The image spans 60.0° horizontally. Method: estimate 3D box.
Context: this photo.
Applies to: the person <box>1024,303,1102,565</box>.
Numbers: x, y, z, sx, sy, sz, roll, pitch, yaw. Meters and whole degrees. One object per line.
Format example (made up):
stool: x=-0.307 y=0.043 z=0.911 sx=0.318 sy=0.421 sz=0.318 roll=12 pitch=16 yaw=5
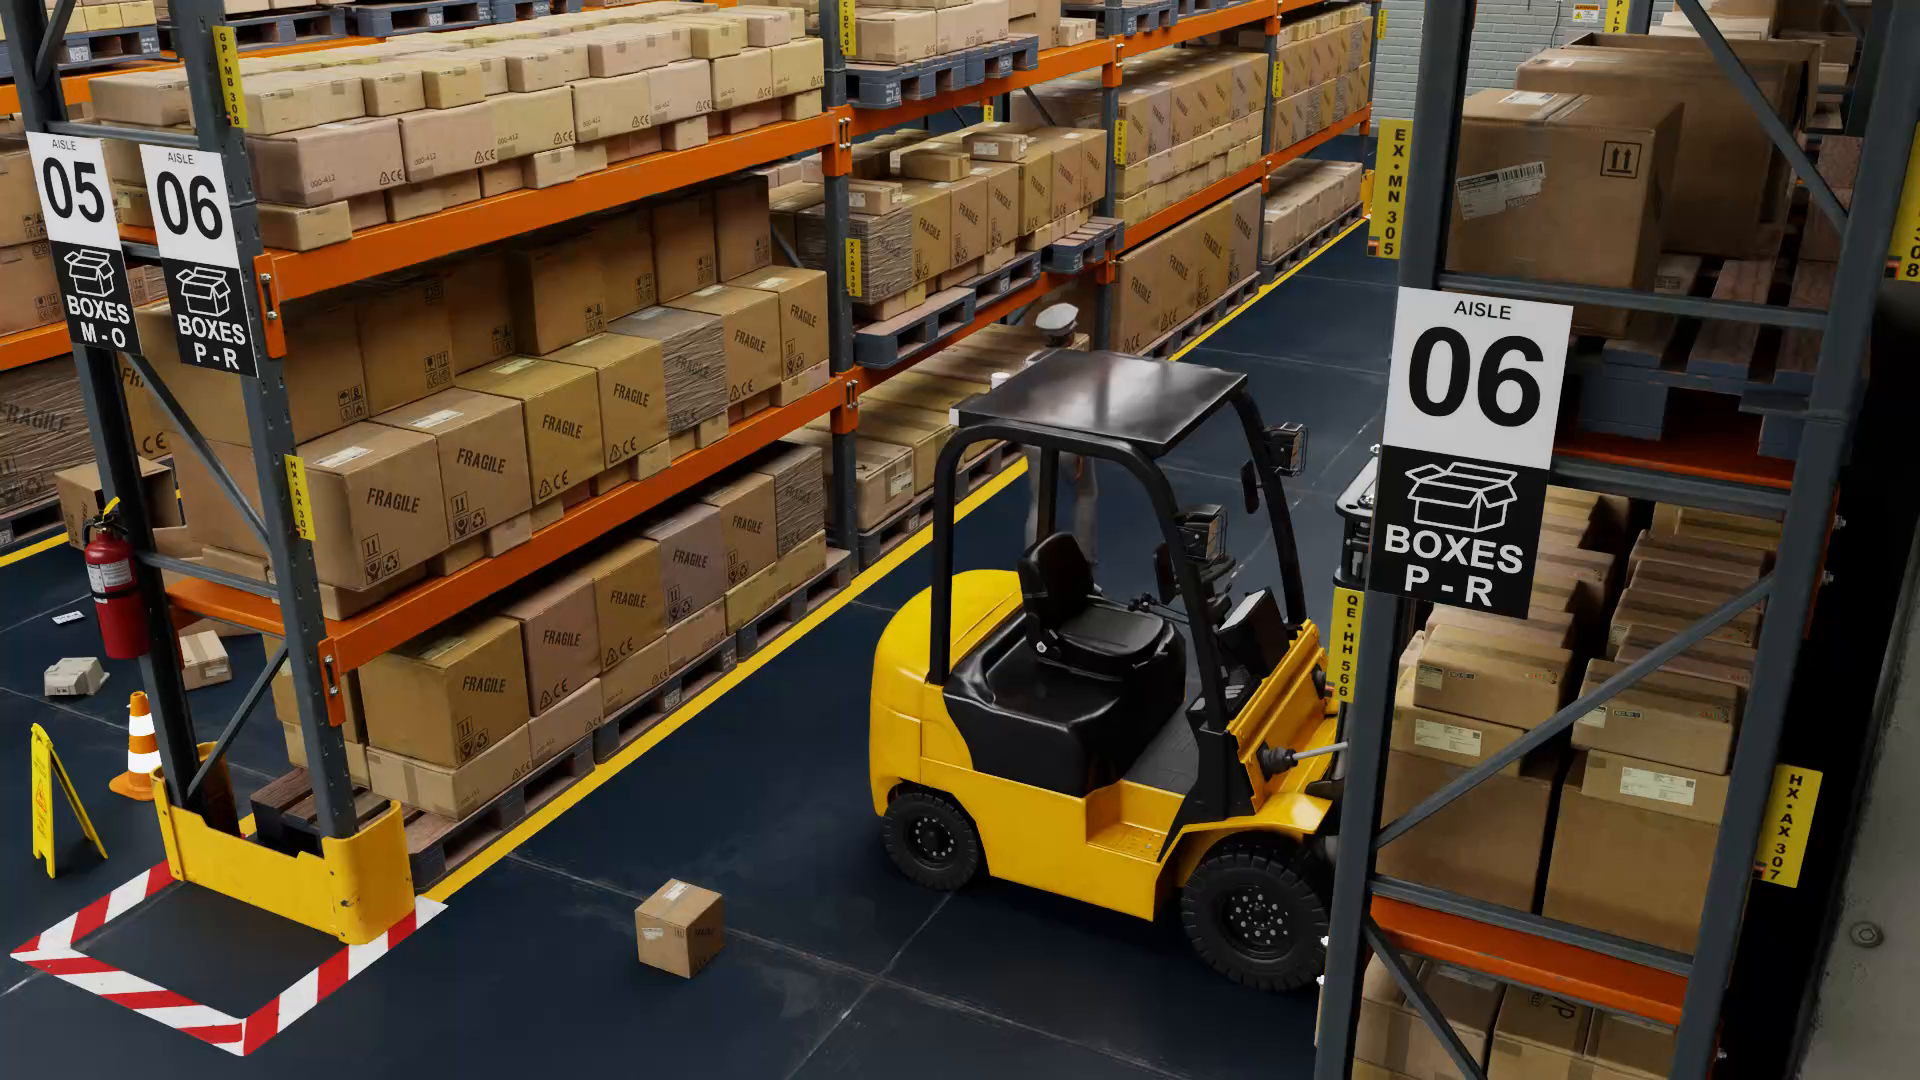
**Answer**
person: x=0.600 y=-0.559 z=9.919 sx=0.458 sy=1.733 sz=0.697 roll=11 pitch=25 yaw=23
